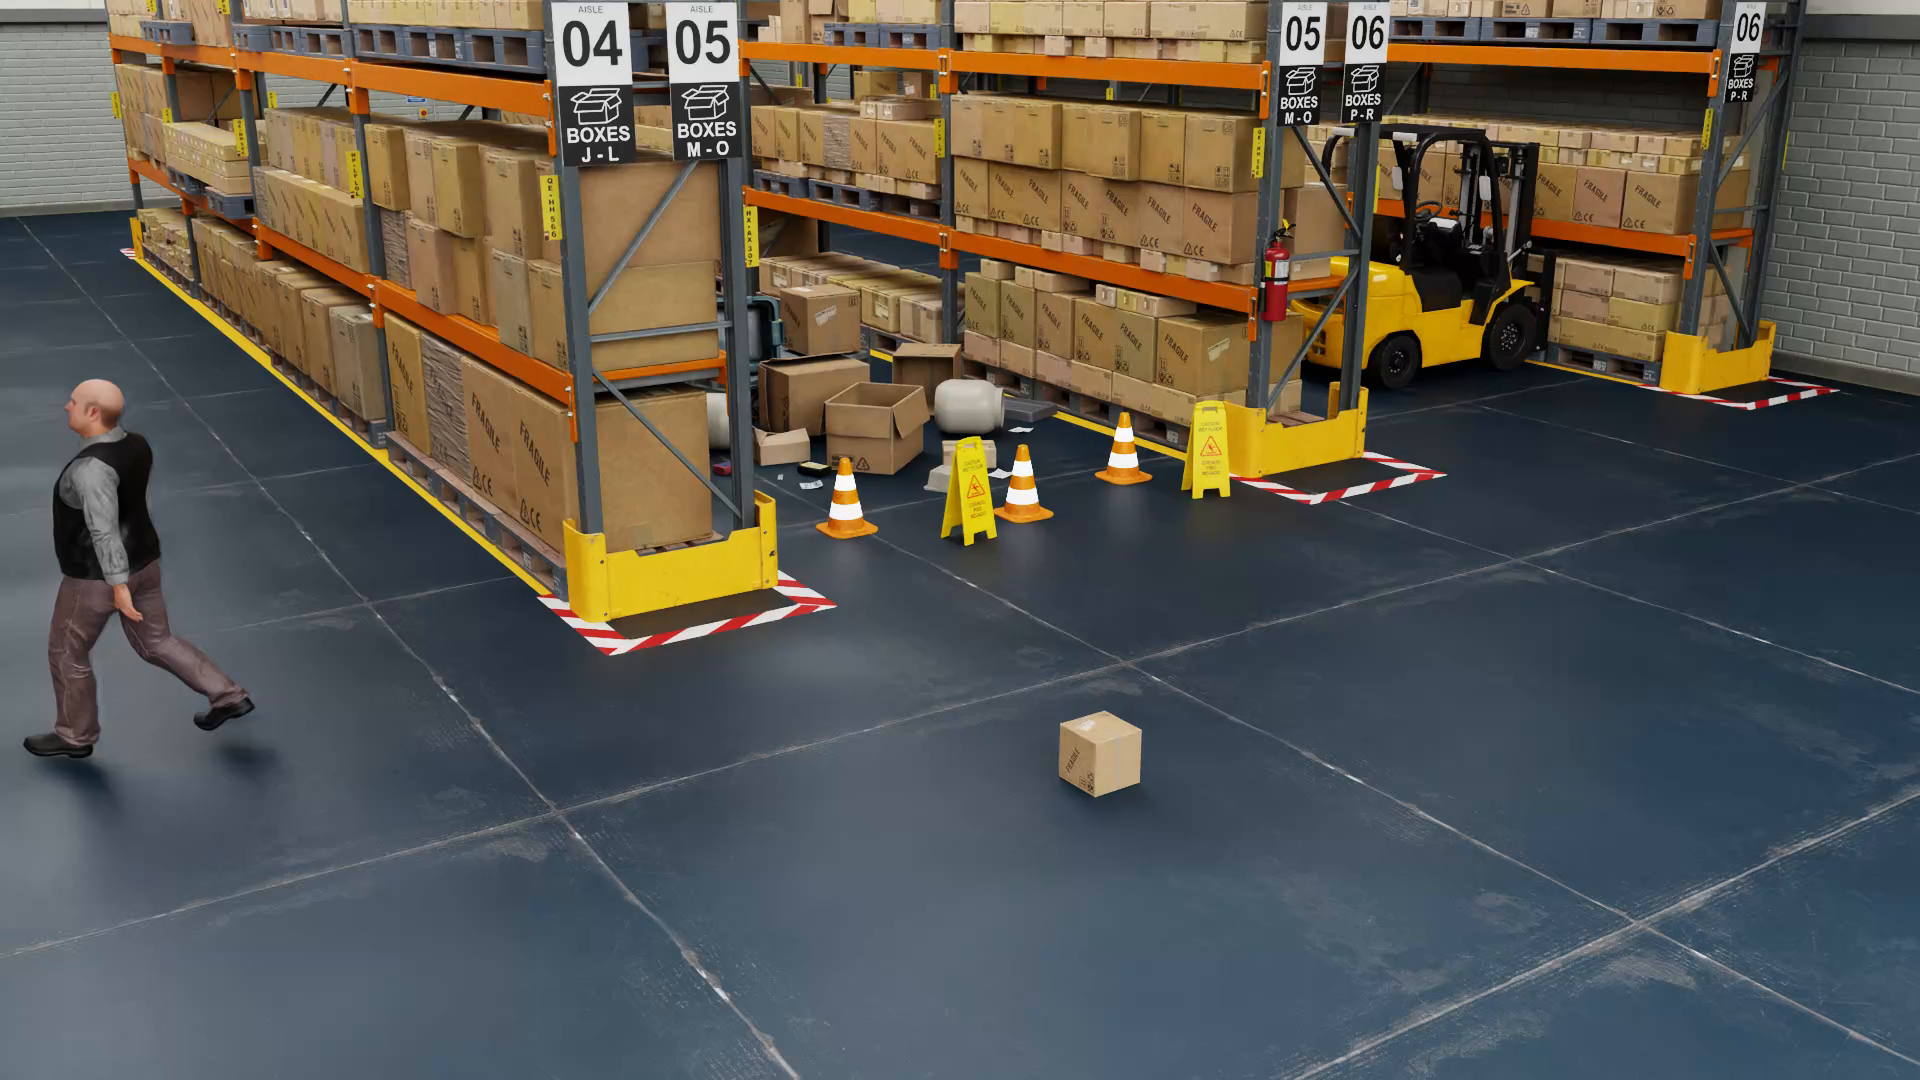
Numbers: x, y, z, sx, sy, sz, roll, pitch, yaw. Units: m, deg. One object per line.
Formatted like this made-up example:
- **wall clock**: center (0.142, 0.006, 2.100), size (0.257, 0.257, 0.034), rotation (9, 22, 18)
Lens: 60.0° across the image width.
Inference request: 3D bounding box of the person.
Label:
- **person**: center (-3.661, 0.130, 7.205), size (0.971, 1.678, 0.536), rotation (1, 18, 3)
